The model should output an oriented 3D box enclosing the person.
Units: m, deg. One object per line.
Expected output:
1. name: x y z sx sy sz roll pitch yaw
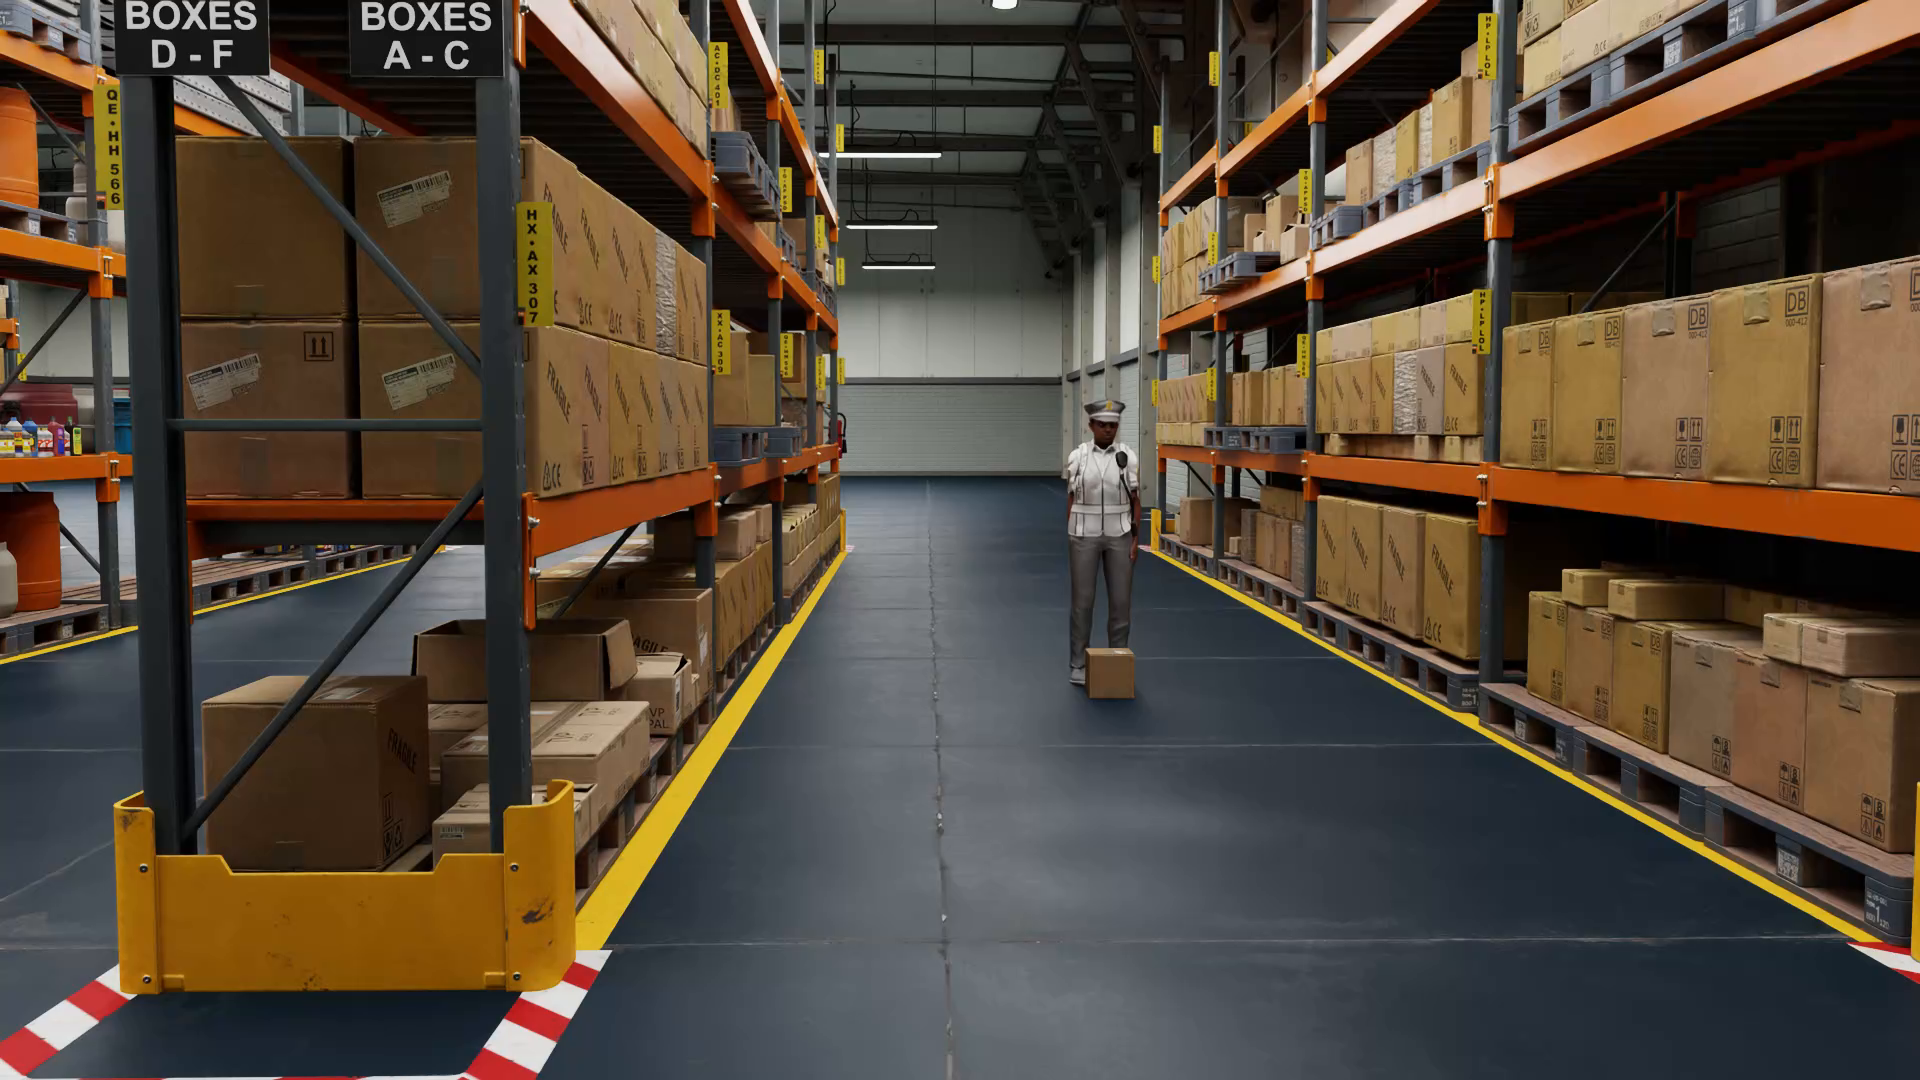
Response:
1. person: 0.847 0.012 9.787 0.437 1.671 0.341 0 4 0
